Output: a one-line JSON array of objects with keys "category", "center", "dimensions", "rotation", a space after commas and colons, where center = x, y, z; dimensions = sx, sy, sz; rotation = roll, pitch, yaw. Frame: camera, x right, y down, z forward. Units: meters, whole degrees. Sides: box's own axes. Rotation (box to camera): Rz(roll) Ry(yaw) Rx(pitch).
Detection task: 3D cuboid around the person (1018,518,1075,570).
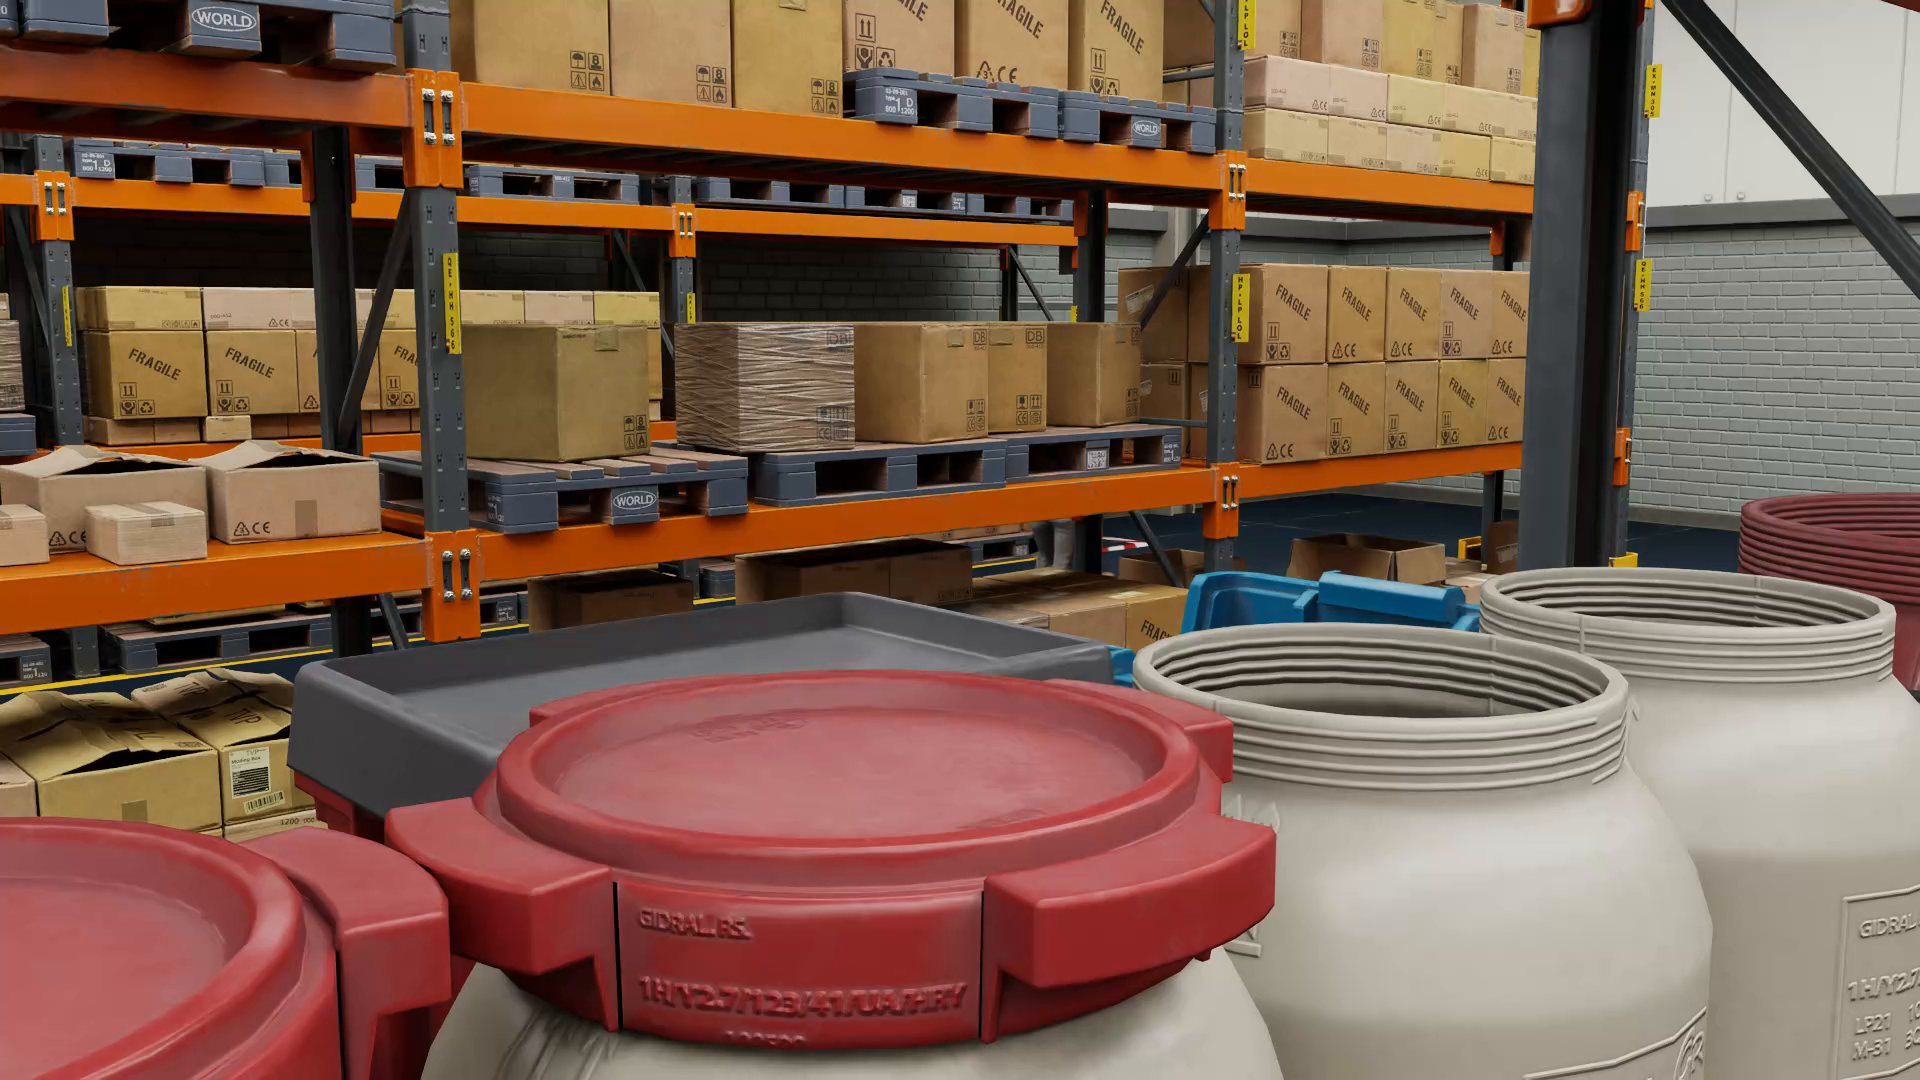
[{"category": "person", "center": [0.608, -0.154, 10.585], "dimensions": [0.559, 1.547, 0.709], "rotation": [4, 9, 30]}]
